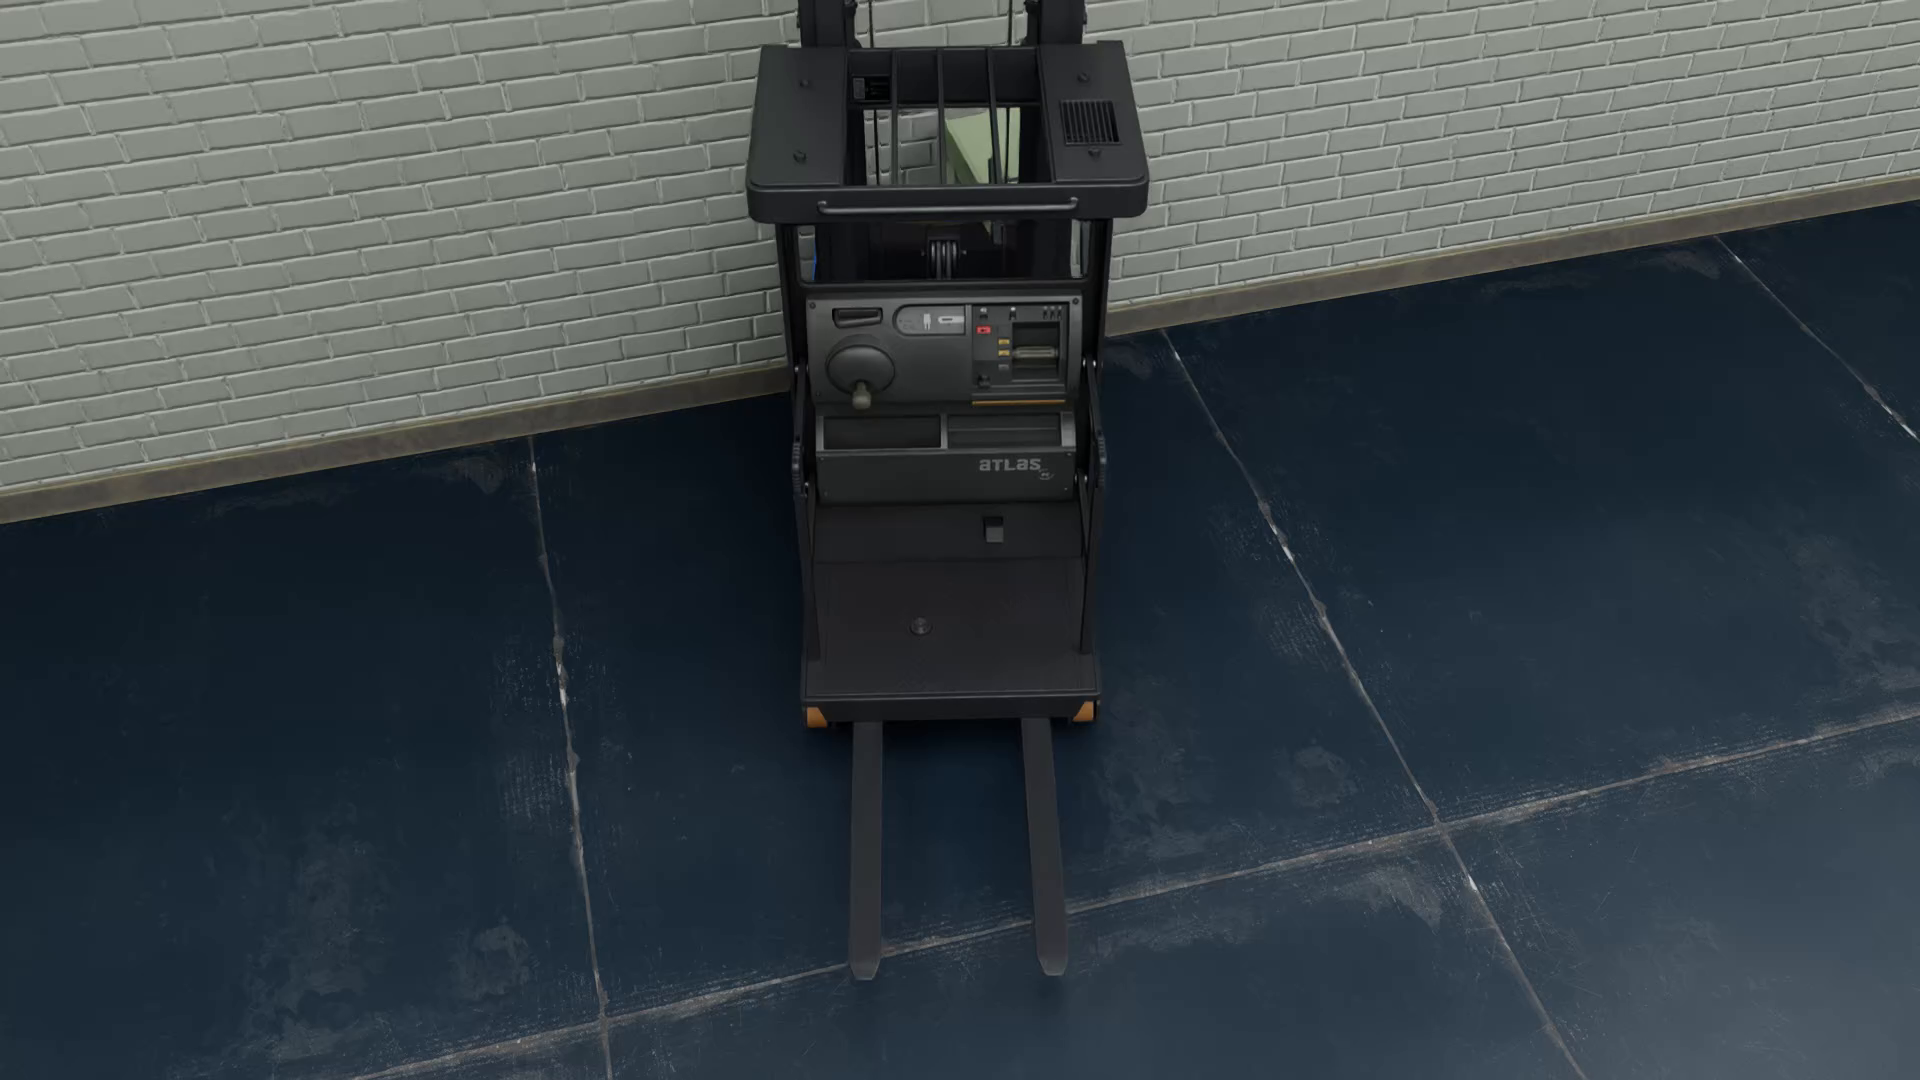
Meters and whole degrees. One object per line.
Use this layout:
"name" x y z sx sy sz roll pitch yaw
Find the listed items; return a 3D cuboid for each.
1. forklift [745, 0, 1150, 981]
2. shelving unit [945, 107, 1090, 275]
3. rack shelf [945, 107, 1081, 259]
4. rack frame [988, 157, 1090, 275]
"forklift" -0.044 -0.551 5.489 1.130 2.935 3.031 -1 46 -1
"shelving unit" 0.244 -1.164 7.069 0.431 1.500 0.755 -13 43 -9
"rack shelf" 0.224 -1.450 6.804 0.431 0.370 0.720 -13 43 -9
"rack frame" 0.340 -0.928 6.806 0.400 1.500 0.023 -13 43 -9
